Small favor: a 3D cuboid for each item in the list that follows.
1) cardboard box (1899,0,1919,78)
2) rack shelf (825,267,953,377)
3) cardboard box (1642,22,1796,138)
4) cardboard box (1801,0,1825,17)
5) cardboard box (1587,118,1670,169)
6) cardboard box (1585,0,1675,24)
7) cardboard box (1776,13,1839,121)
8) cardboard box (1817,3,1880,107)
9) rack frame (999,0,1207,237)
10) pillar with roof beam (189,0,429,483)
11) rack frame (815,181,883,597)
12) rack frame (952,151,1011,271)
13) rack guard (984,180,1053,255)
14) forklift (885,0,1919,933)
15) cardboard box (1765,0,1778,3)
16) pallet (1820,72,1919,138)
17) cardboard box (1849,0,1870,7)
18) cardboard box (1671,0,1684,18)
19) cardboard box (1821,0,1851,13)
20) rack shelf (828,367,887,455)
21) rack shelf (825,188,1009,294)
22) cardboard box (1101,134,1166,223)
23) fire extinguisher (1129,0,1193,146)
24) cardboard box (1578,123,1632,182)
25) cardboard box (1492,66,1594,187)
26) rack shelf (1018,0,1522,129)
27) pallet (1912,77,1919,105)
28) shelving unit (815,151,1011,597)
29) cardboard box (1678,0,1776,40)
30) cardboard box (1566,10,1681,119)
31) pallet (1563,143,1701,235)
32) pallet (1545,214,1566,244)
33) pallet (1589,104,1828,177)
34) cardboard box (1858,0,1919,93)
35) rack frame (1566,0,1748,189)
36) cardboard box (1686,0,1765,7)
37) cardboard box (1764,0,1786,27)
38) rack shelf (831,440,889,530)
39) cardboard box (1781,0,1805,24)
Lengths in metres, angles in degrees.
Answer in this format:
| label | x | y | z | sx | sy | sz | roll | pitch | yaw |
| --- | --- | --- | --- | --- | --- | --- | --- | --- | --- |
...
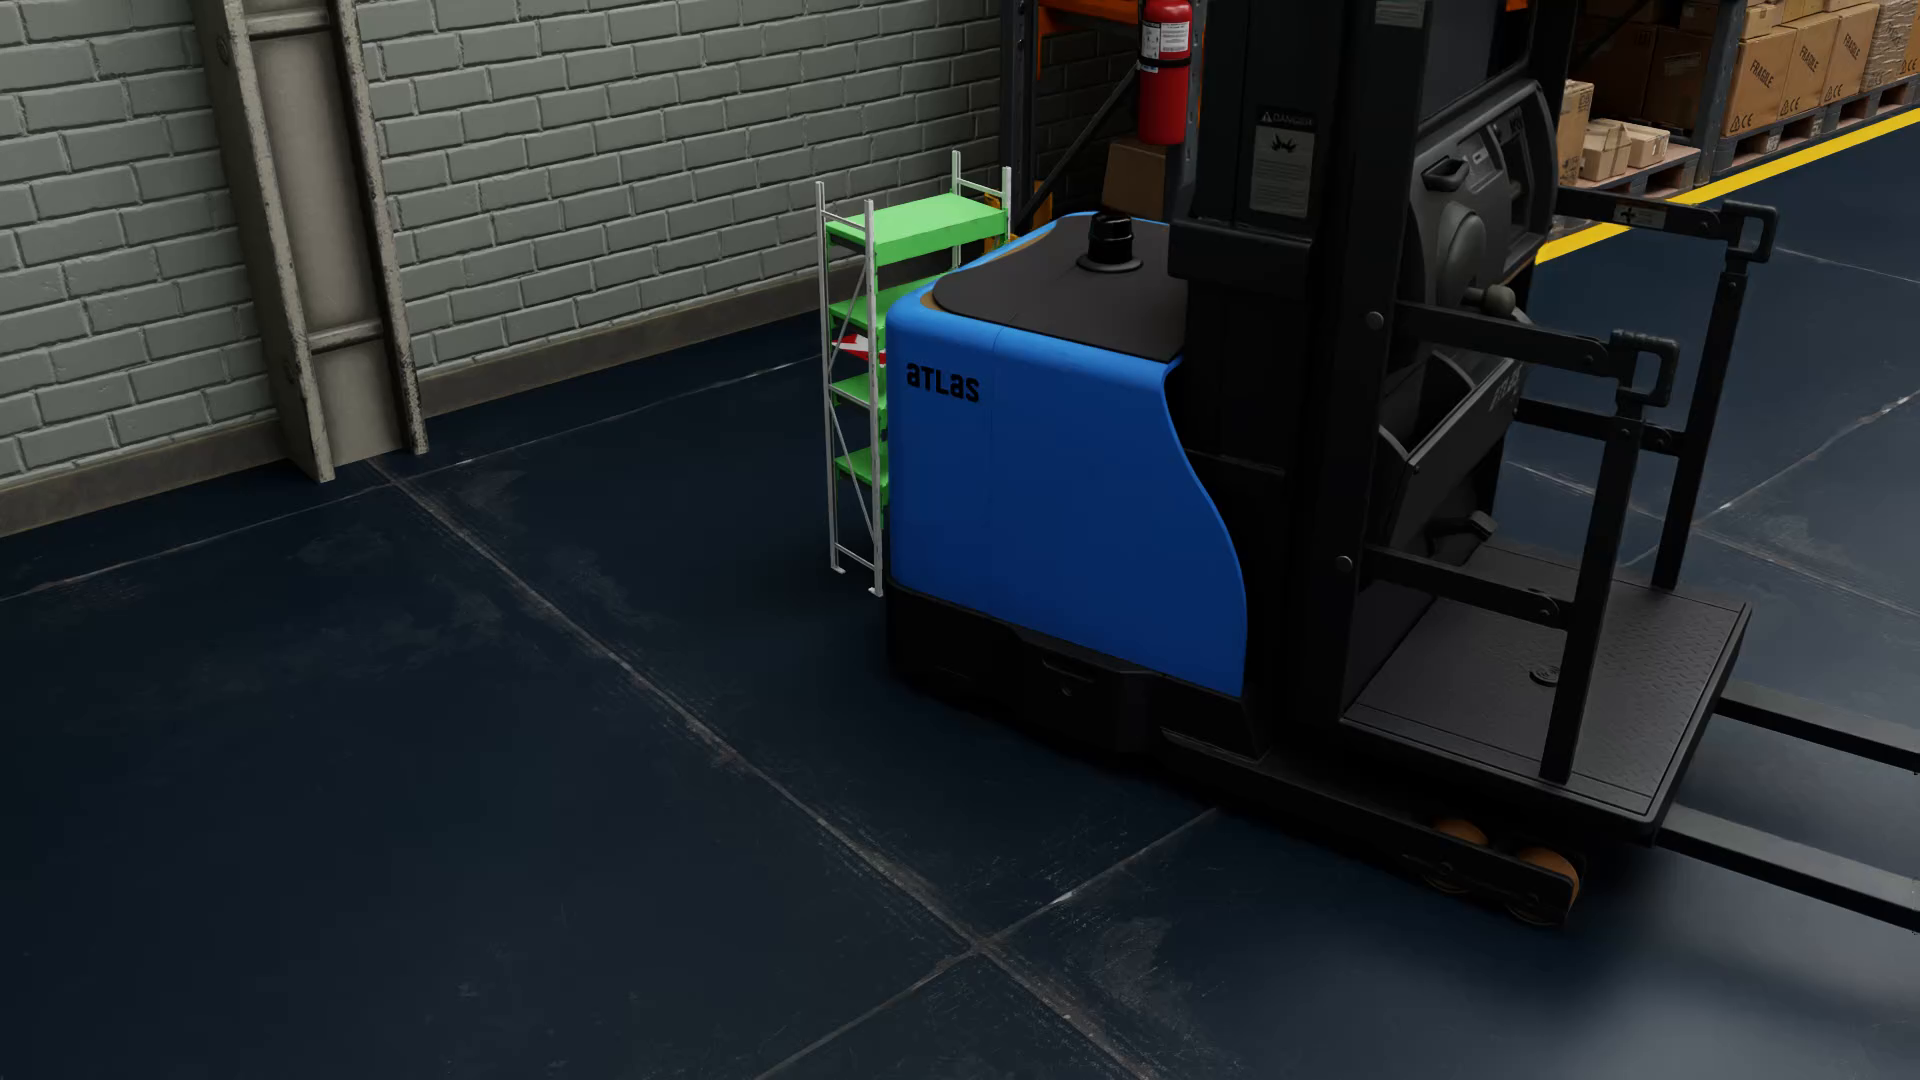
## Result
| label | x | y | z | sx | sy | sz | roll | pitch | yaw |
| --- | --- | --- | --- | --- | --- | --- | --- | --- | --- |
| cardboard box | 5.647 | -3.144 | 10.158 | 0.500 | 0.500 | 0.500 | -20 | 34 | -33 |
| rack shelf | -0.126 | -0.634 | 4.789 | 0.480 | 0.148 | 0.258 | -22 | 35 | -35 |
| cardboard box | 4.084 | -2.505 | 8.961 | 0.500 | 0.500 | 0.500 | -20 | 34 | -33 |
| cardboard box | 4.563 | -3.022 | 9.240 | 0.250 | 0.149 | 0.380 | -23 | 35 | -36 |
| cardboard box | 3.337 | -2.007 | 8.402 | 0.250 | 0.149 | 0.380 | -23 | 36 | -36 |
| cardboard box | 3.663 | -2.939 | 9.086 | 0.250 | 0.149 | 0.380 | -24 | 36 | -37 |
| cardboard box | 4.482 | -2.671 | 9.272 | 0.500 | 0.500 | 0.500 | -22 | 35 | -36 |
| cardboard box | 4.865 | -2.822 | 9.555 | 0.500 | 0.500 | 0.500 | -23 | 36 | -36 |
| rack frame | 0.527 | -2.131 | 6.055 | 0.127 | 3.000 | 1.000 | -22 | 35 | -35 |
| pillar with roof beam | 0.685 | -2.732 | 0.814 | 0.400 | 9.000 | 9.100 | -22 | 35 | -35 |
| rack frame | -0.312 | -0.404 | 4.733 | 0.015 | 1.200 | 0.240 | -22 | 35 | -35 |
| rack frame | 0.060 | -0.553 | 5.012 | 0.015 | 1.200 | 0.240 | -22 | 35 | -35 |
| rack guard | 0.585 | -1.052 | 6.688 | 0.348 | 0.500 | 1.175 | -22 | 35 | -35 |
| forklift | 1.313 | -0.732 | 3.510 | 3.031 | 2.935 | 1.130 | 17 | 33 | 29 |
| cardboard box | 4.182 | -2.966 | 8.820 | 0.250 | 0.149 | 0.380 | -24 | 36 | -37 |
| pallet | 5.093 | -2.762 | 10.195 | 1.213 | 0.211 | 1.003 | -22 | 35 | -35 |
| cardboard box | 4.968 | -3.160 | 9.498 | 0.250 | 0.149 | 0.380 | -20 | 34 | -33 |
| cardboard box | 3.859 | -3.022 | 9.241 | 0.250 | 0.149 | 0.380 | -22 | 35 | -35 |
| cardboard box | 4.778 | -3.085 | 9.358 | 0.250 | 0.149 | 0.380 | -22 | 35 | -35 |
| rack shelf | -0.126 | -0.422 | 4.903 | 0.480 | 0.148 | 0.258 | -22 | 35 | -35 |
| rack shelf | -0.126 | -0.846 | 4.676 | 0.480 | 0.148 | 0.258 | -22 | 35 | -35 |
| cardboard box | 1.054 | -1.368 | 6.831 | 0.637 | 0.503 | 0.797 | -24 | 36 | -37 |
| fire extinguisher | 0.715 | -1.722 | 5.767 | 0.183 | 0.674 | 0.296 | -22 | 35 | -35 |
| cardboard box | 3.065 | -1.949 | 8.170 | 0.258 | 0.266 | 0.396 | -20 | 34 | -33 |
| cardboard box | 2.519 | -1.932 | 7.889 | 0.500 | 0.500 | 0.700 | -23 | 36 | -37 |
| rack shelf | 2.048 | -2.426 | 7.370 | 4.000 | 0.370 | 1.077 | -22 | 35 | -35 |
| pallet | 6.020 | -3.134 | 10.890 | 1.213 | 0.211 | 1.003 | -22 | 35 | -35 |
| shelving unit | -0.126 | -0.479 | 4.872 | 0.503 | 1.200 | 0.258 | -22 | 35 | -35 |
| cardboard box | 4.015 | -2.738 | 8.709 | 0.250 | 0.149 | 0.380 | -20 | 34 | -33 |
| cardboard box | 3.751 | -2.694 | 9.315 | 0.500 | 0.500 | 0.500 | -22 | 35 | -35 |
| pallet | 3.047 | -1.915 | 8.610 | 1.213 | 0.211 | 1.003 | -22 | 35 | -35 |
| pallet | 2.118 | -1.540 | 7.908 | 1.213 | 0.211 | 1.003 | -22 | 35 | -35 |
| pallet | 4.164 | -2.387 | 9.493 | 1.213 | 0.211 | 1.003 | -22 | 35 | -35 |
| cardboard box | 5.264 | -2.979 | 9.848 | 0.500 | 0.500 | 0.500 | -23 | 36 | -37 |
| rack frame | 3.570 | -3.355 | 8.345 | 0.127 | 3.000 | 1.000 | -22 | 35 | -35 |
| cardboard box | 3.976 | -2.891 | 8.680 | 0.250 | 0.149 | 0.380 | -23 | 35 | -36 |
| cardboard box | 4.176 | -2.850 | 8.919 | 0.250 | 0.149 | 0.380 | -23 | 36 | -36 |
| rack shelf | -0.126 | -0.211 | 5.016 | 0.480 | 0.148 | 0.258 | -22 | 35 | -35 |
| cardboard box | 4.364 | -2.933 | 9.074 | 0.250 | 0.149 | 0.380 | -24 | 36 | -37 |
